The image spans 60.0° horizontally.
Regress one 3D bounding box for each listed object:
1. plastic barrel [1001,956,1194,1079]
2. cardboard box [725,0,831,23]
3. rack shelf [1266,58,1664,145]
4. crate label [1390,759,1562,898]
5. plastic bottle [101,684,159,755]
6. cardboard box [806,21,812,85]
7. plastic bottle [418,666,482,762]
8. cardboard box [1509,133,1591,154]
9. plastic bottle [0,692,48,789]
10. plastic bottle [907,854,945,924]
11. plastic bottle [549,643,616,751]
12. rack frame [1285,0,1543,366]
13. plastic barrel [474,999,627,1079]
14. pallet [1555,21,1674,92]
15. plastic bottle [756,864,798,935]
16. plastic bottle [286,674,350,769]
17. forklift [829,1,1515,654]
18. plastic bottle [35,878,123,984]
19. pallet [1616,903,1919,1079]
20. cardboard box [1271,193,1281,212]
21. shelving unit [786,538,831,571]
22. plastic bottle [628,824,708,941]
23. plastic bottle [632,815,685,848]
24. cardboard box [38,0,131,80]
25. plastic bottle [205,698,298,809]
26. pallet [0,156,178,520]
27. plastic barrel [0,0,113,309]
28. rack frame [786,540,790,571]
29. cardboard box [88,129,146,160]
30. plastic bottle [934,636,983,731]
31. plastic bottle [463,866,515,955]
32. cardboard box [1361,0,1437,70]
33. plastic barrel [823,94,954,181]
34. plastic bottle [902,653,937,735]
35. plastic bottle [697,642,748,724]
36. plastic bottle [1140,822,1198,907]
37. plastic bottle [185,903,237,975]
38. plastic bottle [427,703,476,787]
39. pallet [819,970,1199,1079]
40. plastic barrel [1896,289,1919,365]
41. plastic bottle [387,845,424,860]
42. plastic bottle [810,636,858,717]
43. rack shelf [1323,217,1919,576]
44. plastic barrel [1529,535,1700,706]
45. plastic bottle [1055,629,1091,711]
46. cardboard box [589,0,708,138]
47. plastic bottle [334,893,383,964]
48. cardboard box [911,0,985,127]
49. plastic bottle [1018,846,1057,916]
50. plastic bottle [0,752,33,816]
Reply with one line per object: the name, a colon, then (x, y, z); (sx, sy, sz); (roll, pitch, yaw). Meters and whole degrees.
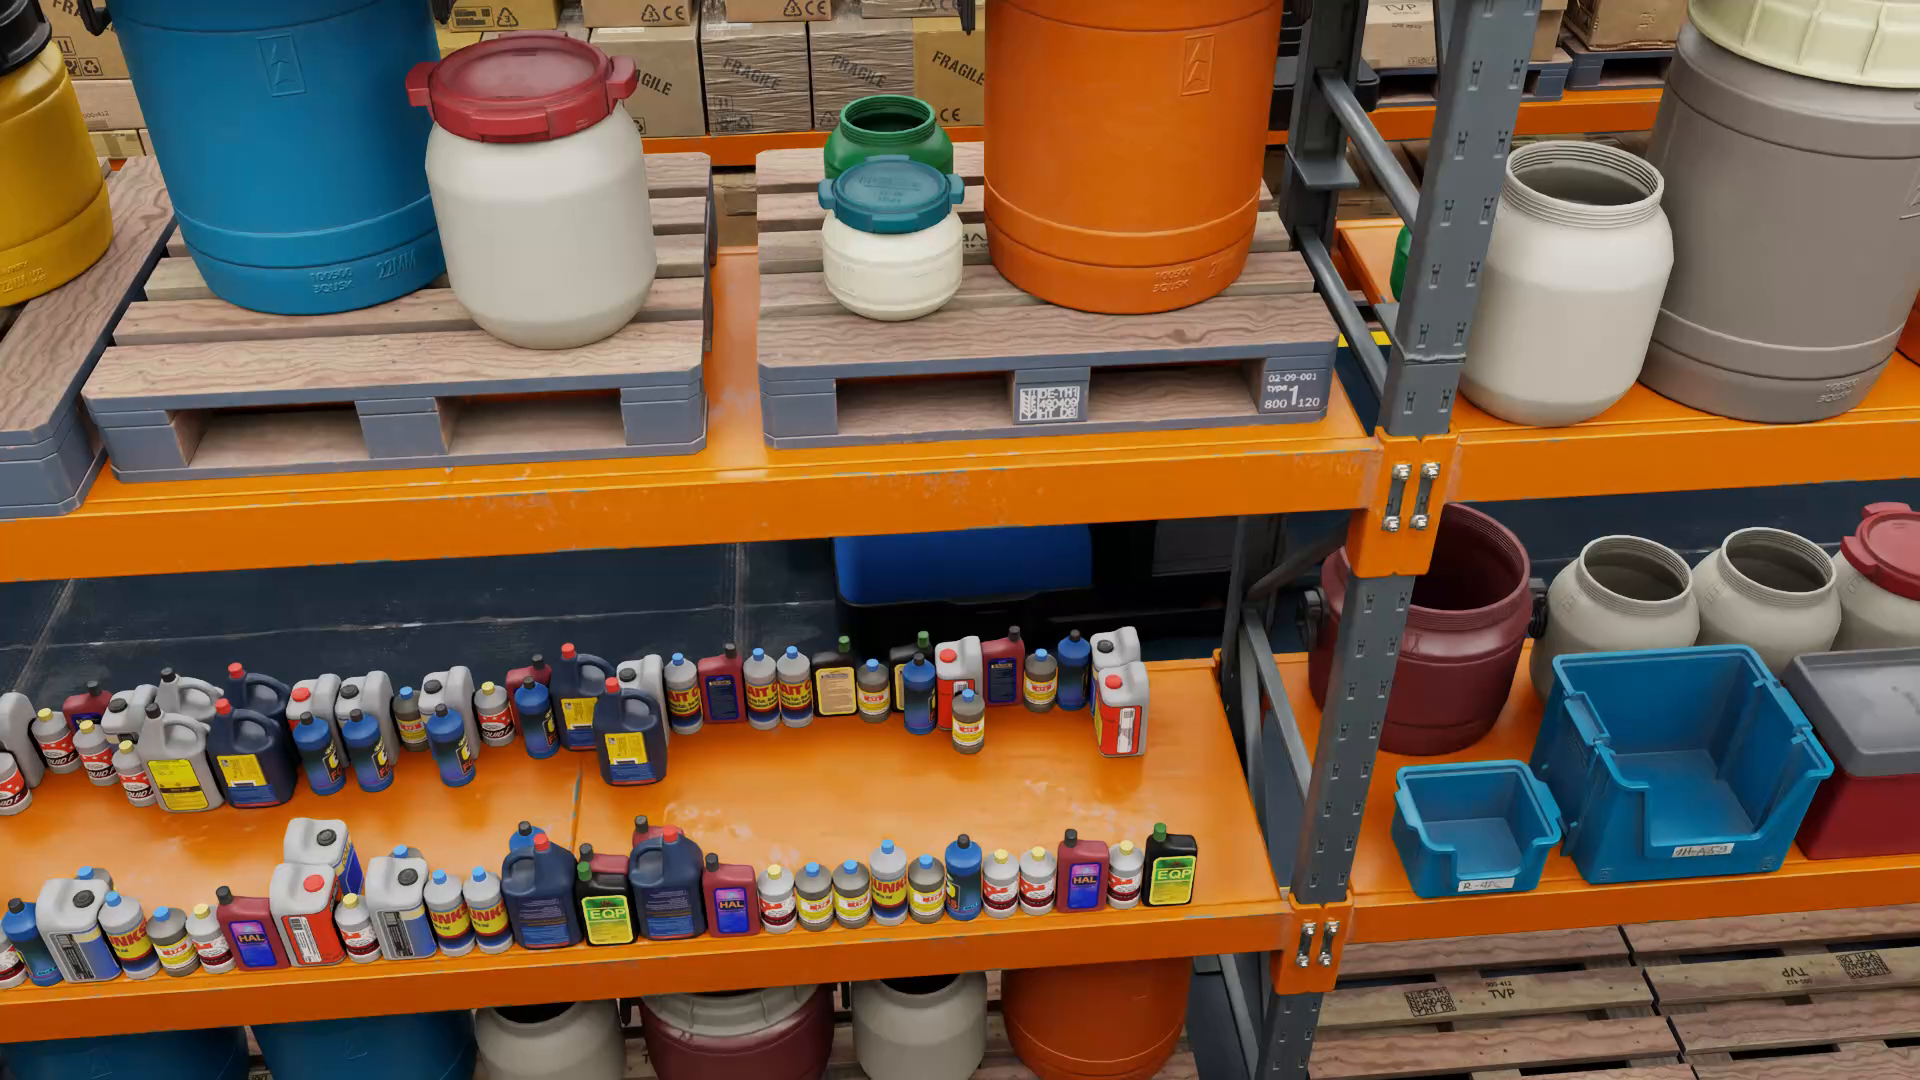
plastic barrel: (0.429, 1.239, 5.172); (0.708, 0.830, 0.600); (-3, 38, -4)
cardboard box: (-0.903, -2.911, 8.127); (0.637, 0.503, 0.797); (-2, 38, -3)
rack shelf: (2.468, -2.369, 8.912); (4.000, 0.370, 1.077); (-3, 38, -4)
crate label: (1.367, 0.788, 4.465); (0.416, 0.233, 0.303); (-3, 38, -4)
plastic bottle: (-2.342, 0.541, 4.743); (0.135, 0.276, 0.152); (-3, 38, -4)
cardboard box: (-0.546, -2.693, 8.660); (0.500, 0.500, 0.500); (-4, 38, -5)
plastic bottle: (-1.474, 0.493, 4.803); (0.135, 0.276, 0.152); (-3, 38, -4)
cardboard box: (3.370, -1.918, 9.422); (0.500, 0.500, 0.700); (-3, 38, -4)
plastic bottle: (-2.706, 0.561, 4.717); (0.135, 0.276, 0.152); (-3, 38, -4)
plastic bottle: (-0.088, 0.901, 4.347); (0.097, 0.201, 0.097); (0, 38, 0)
plastic bottle: (-1.086, 0.440, 4.810); (0.185, 0.351, 0.144); (-3, 38, -4)
rack frame: (0.915, -1.841, 2.819); (0.127, 3.000, 1.000); (-3, 38, -4)
plastic barrel: (-1.251, 1.511, 5.082); (0.421, 0.512, 0.421); (0, 38, 0)
pallet: (3.686, -2.734, 8.948); (1.213, 0.211, 1.003); (-3, 38, -4)
plastic bottle: (-0.476, 0.923, 4.319); (0.097, 0.201, 0.097); (0, 38, 0)
plastic bottle: (-1.839, 0.513, 4.778); (0.135, 0.276, 0.152); (-3, 38, -4)
forklift: (0.935, -1.064, 6.732); (3.031, 2.935, 1.130); (-5, 39, -6)
plastic bottle: (-2.210, 0.972, 4.197); (0.135, 0.276, 0.152); (-3, 38, -4)
pallet: (2.902, 1.525, 5.647); (1.213, 0.211, 1.003); (-3, 38, -4)
cardboard box: (1.693, -1.821, 9.299); (0.500, 0.500, 0.700); (-6, 39, -8)
shelving unit: (-0.711, -0.411, 7.299); (0.189, 1.200, 0.258); (-5, 39, -5)
plastic bottle: (-0.751, 0.865, 4.272); (0.185, 0.351, 0.144); (-3, 38, -4)
plastic bottle: (-0.786, 0.829, 4.372); (0.133, 0.283, 0.061); (-3, 38, -4)
cardboard box: (-3.943, -2.484, 7.753); (0.500, 0.500, 0.500); (-2, 38, -3)
plastic bottle: (-1.986, 0.579, 4.634); (0.185, 0.351, 0.144); (-3, 38, -4)
pallet: (-2.297, -0.473, 3.659); (1.003, 0.211, 1.213); (-3, 38, -4)
plastic barrel: (-2.178, -0.858, 3.503); (0.600, 0.588, 0.600); (0, 38, 0)
rack frame: (-0.802, -0.402, 7.291); (0.006, 1.200, 0.240); (-5, 39, -5)
cardboard box: (-4.040, -1.991, 8.054); (0.250, 0.149, 0.380); (-2, 38, -3)
plastic bottle: (-0.006, 0.412, 4.906); (0.135, 0.276, 0.152); (-3, 38, -4)
plastic bottle: (-1.207, 0.935, 4.247); (0.097, 0.271, 0.097); (0, 38, 0)
cardboard box: (2.166, -2.598, 8.403); (0.500, 0.250, 0.500); (-4, 38, -5)
plastic barrel: (-0.161, -0.851, 3.772); (0.294, 0.245, 0.294); (0, 38, 0)
plastic bottle: (-0.118, 0.441, 4.873); (0.097, 0.271, 0.097); (0, 38, 0)
plastic bottle: (-0.700, 0.419, 4.891); (0.133, 0.283, 0.061); (-3, 38, -4)
plastic bottle: (0.550, 0.845, 4.351); (0.133, 0.283, 0.061); (-3, 38, -4)
plastic bottle: (-1.898, 1.001, 4.220); (0.097, 0.201, 0.097); (0, 38, 0)
plastic bottle: (-1.445, 0.571, 4.708); (0.097, 0.271, 0.097); (0, 38, 0)
pallet: (0.133, 1.678, 5.453); (1.213, 0.211, 1.003); (-3, 38, -4)
plastic barrel: (2.403, -0.779, 3.548); (0.708, 0.830, 0.600); (-3, 38, -4)
plastic bottle: (-1.451, 0.882, 4.371); (0.097, 0.201, 0.097); (0, 38, 0)
plastic bottle: (-0.373, 0.401, 4.914); (0.133, 0.283, 0.061); (-3, 38, -4)
rack shelf: (2.907, -0.491, 4.110); (4.000, 0.370, 1.077); (-3, 38, -4)
plastic barrel: (1.920, 0.282, 4.881); (0.421, 0.512, 0.421); (0, 38, 0)
plastic bottle: (0.337, 0.378, 4.953); (0.097, 0.271, 0.097); (0, 38, 0)
cardboard box: (-1.515, -2.320, 8.187); (0.500, 0.500, 0.500); (-2, 38, -3)
plastic bottle: (-1.535, 0.981, 4.246); (0.097, 0.201, 0.097); (0, 38, 0)
cardboard box: (0.006, -2.401, 8.291); (0.500, 0.500, 0.500); (-2, 38, -3)
plastic bottle: (0.203, 0.885, 4.367); (0.097, 0.201, 0.097); (0, 38, 0)
plastic bottle: (-2.676, 0.666, 4.644); (0.097, 0.201, 0.097); (0, 38, 0)
